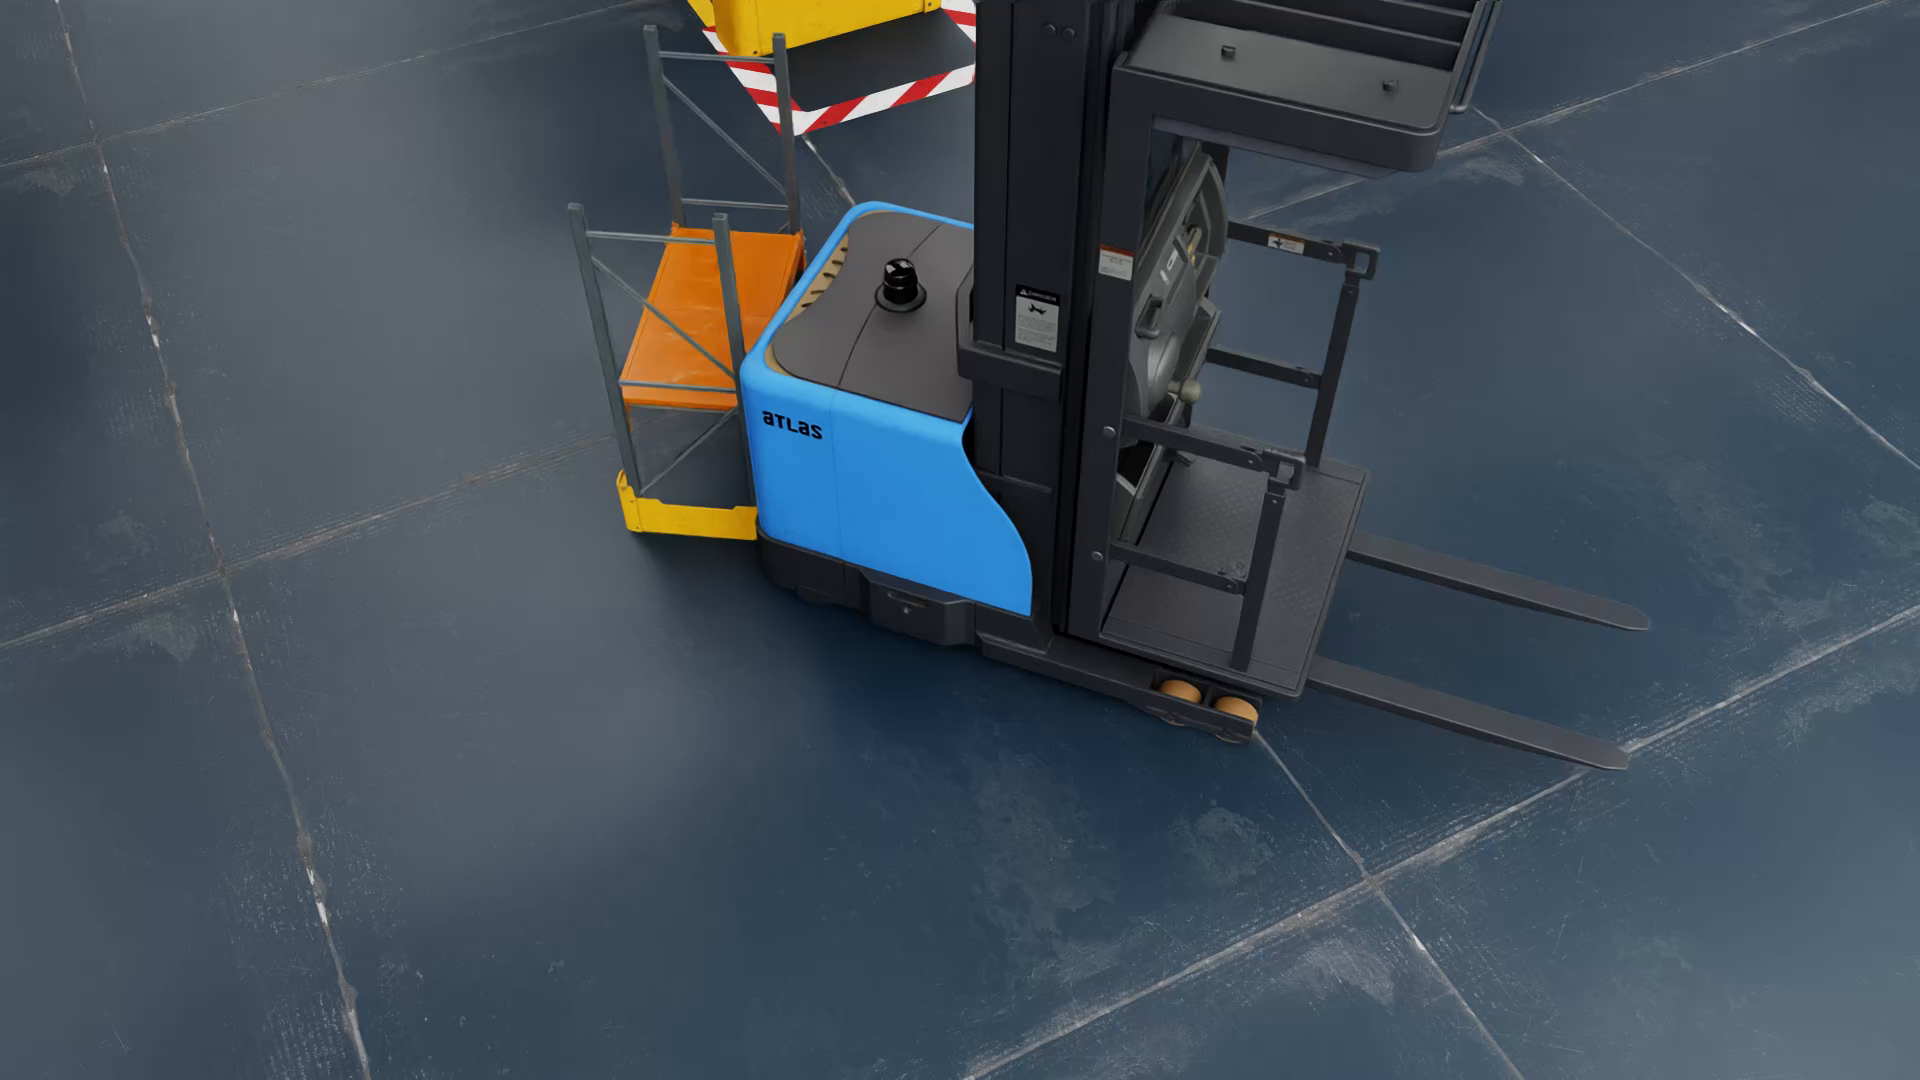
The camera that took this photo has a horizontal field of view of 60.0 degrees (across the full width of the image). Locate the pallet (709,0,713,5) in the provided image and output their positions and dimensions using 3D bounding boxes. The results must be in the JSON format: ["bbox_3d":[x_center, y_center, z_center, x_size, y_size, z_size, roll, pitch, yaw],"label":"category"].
[{"bbox_3d":[-1.039,-3.316,9.010,1.003,0.211,1.213,-21,52,-18],"label":"pallet"}]

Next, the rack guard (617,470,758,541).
[{"bbox_3d":[-0.967,-0.126,6.195,0.587,0.250,0.087,5,49,4],"label":"rack guard"}]

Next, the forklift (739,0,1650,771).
[{"bbox_3d":[0.843,-0.734,4.945,3.031,2.935,1.130,16,51,14],"label":"forklift"}]

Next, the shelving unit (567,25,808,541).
[{"bbox_3d":[-0.914,-0.911,6.050,0.587,1.500,1.083,5,49,4],"label":"shelving unit"}]

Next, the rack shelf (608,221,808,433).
[{"bbox_3d":[-0.915,-0.785,6.180,0.538,0.185,1.000,5,49,4],"label":"rack shelf"}]

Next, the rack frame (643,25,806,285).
[{"bbox_3d":[-0.861,-1.284,6.377,0.500,1.500,0.032,5,49,4],"label":"rack frame"}]

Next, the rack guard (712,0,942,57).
[{"bbox_3d":[-0.672,-2.865,8.424,1.175,0.500,0.348,-21,52,-18],"label":"rack guard"}]

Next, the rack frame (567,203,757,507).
[{"bbox_3d":[-0.969,-0.523,5.711,0.500,1.500,0.032,5,49,4],"label":"rack frame"}]
